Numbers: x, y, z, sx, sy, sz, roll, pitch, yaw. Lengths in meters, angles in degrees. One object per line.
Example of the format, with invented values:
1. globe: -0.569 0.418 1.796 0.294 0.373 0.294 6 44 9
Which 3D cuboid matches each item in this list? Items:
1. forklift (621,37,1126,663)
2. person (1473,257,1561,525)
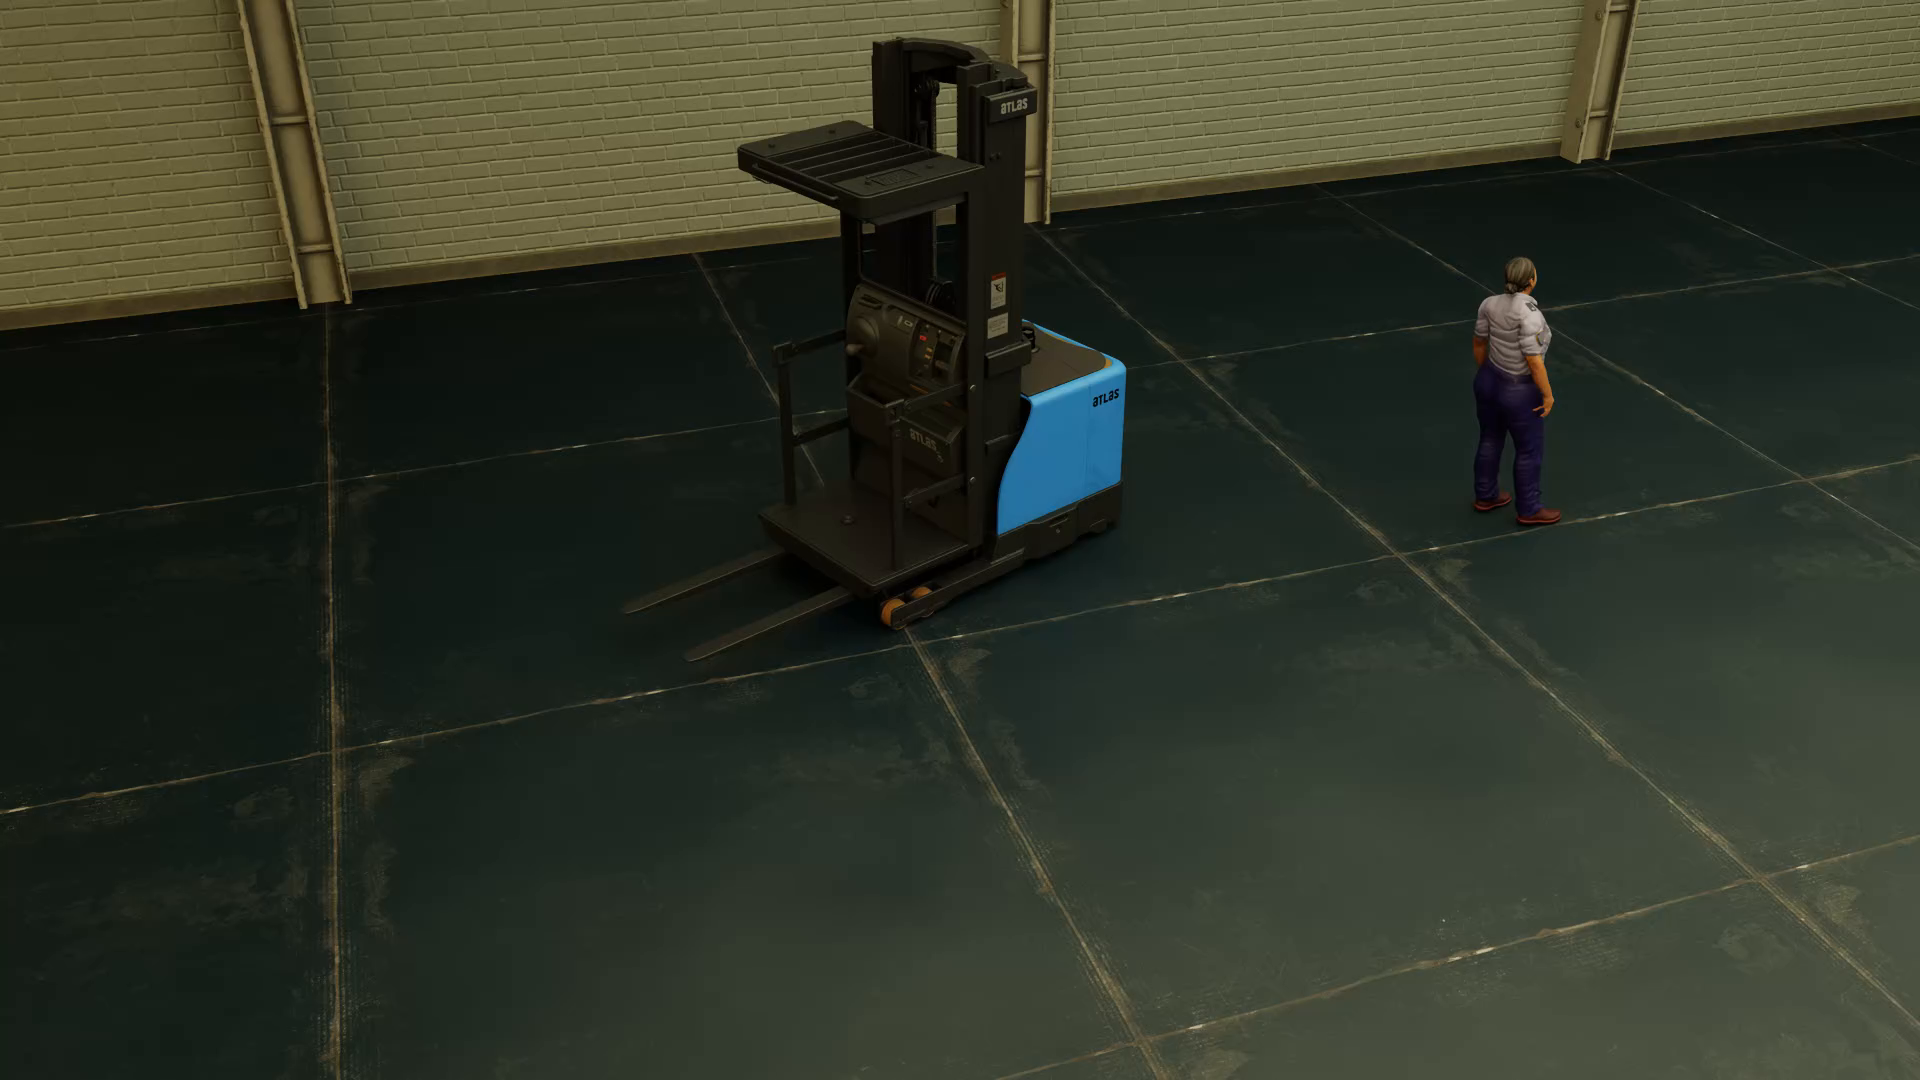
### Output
1. forklift: -0.461 -1.072 8.951 3.031 2.935 1.130 -23 37 -34
2. person: 3.362 -0.909 9.940 0.502 1.651 0.598 -15 33 -24
